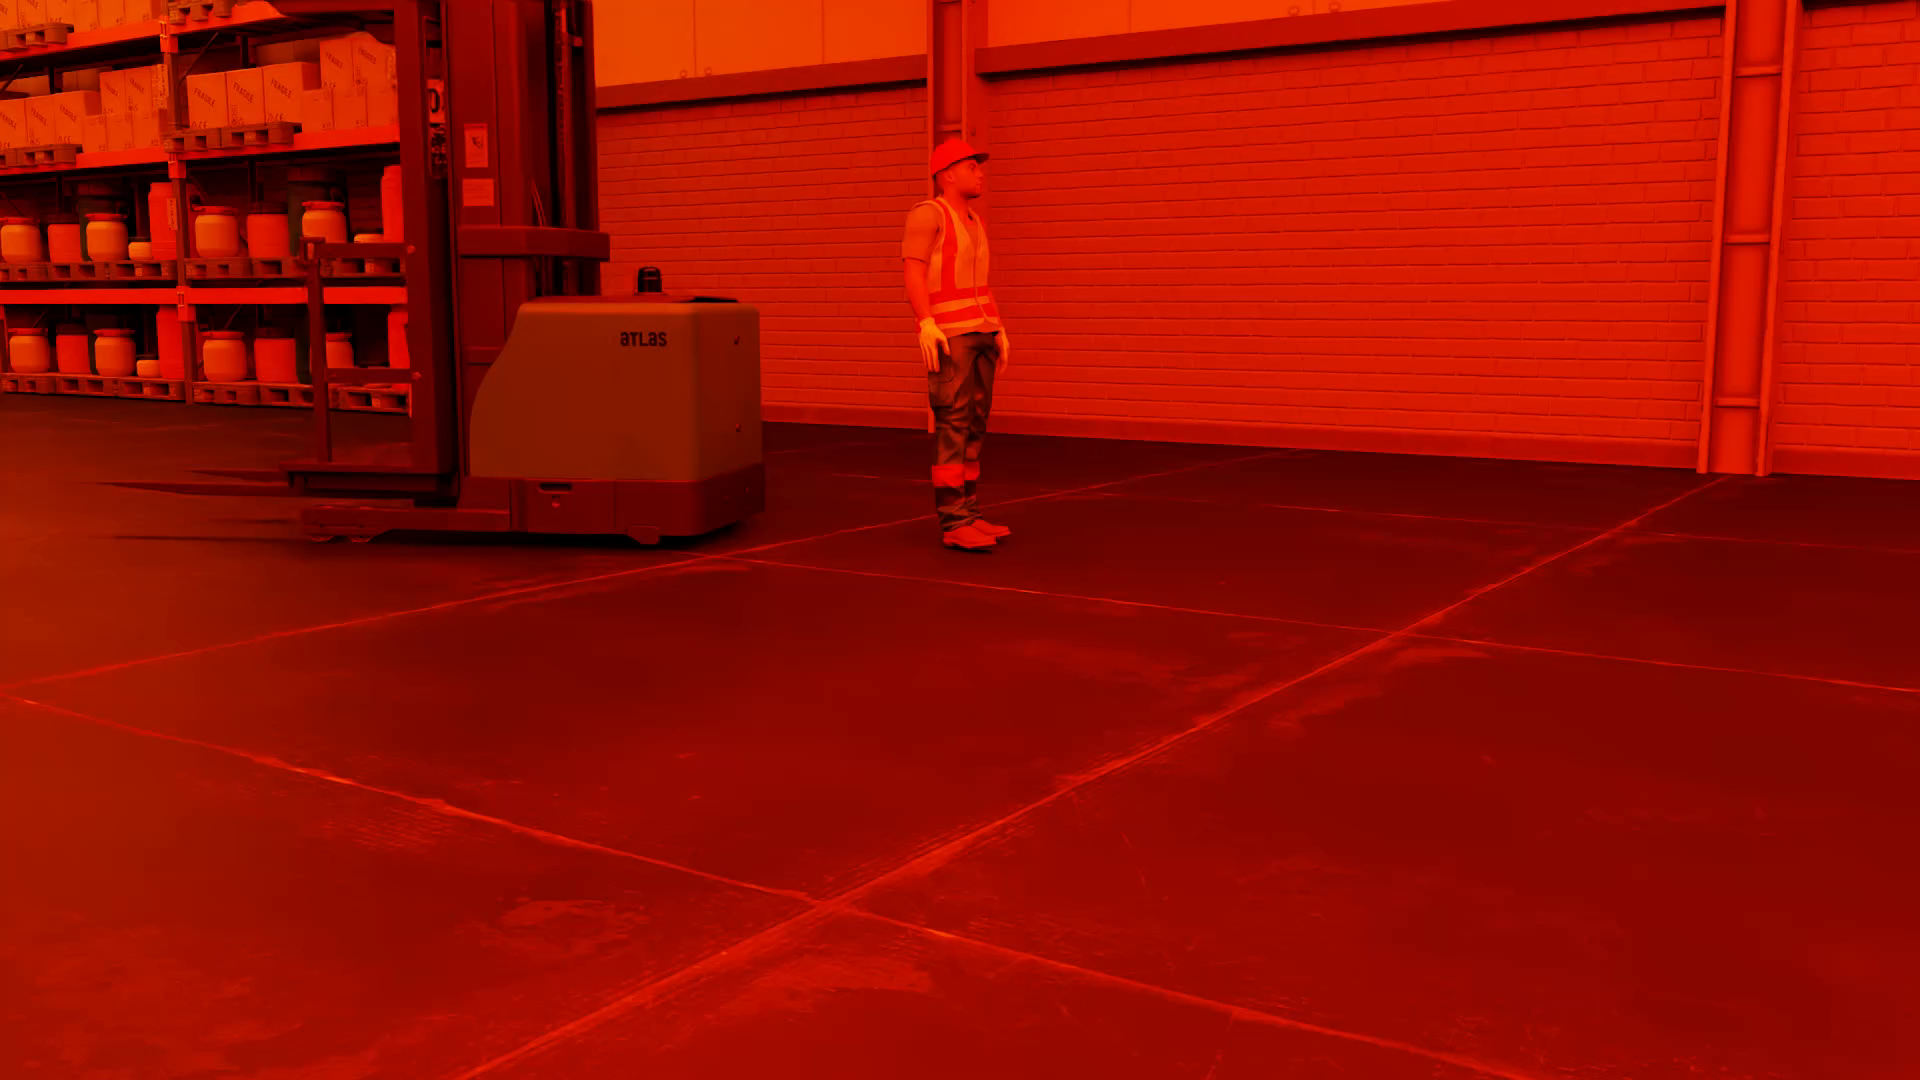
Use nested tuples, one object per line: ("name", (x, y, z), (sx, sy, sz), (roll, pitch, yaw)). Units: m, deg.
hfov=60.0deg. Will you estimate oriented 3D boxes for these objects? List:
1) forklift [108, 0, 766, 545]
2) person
("forklift", (-2.517, -1.507, 7.791), (3.031, 2.935, 1.130), (2, 8, 11))
("person", (0.060, -0.885, 7.422), (0.562, 1.790, 0.637), (5, 10, 34))
